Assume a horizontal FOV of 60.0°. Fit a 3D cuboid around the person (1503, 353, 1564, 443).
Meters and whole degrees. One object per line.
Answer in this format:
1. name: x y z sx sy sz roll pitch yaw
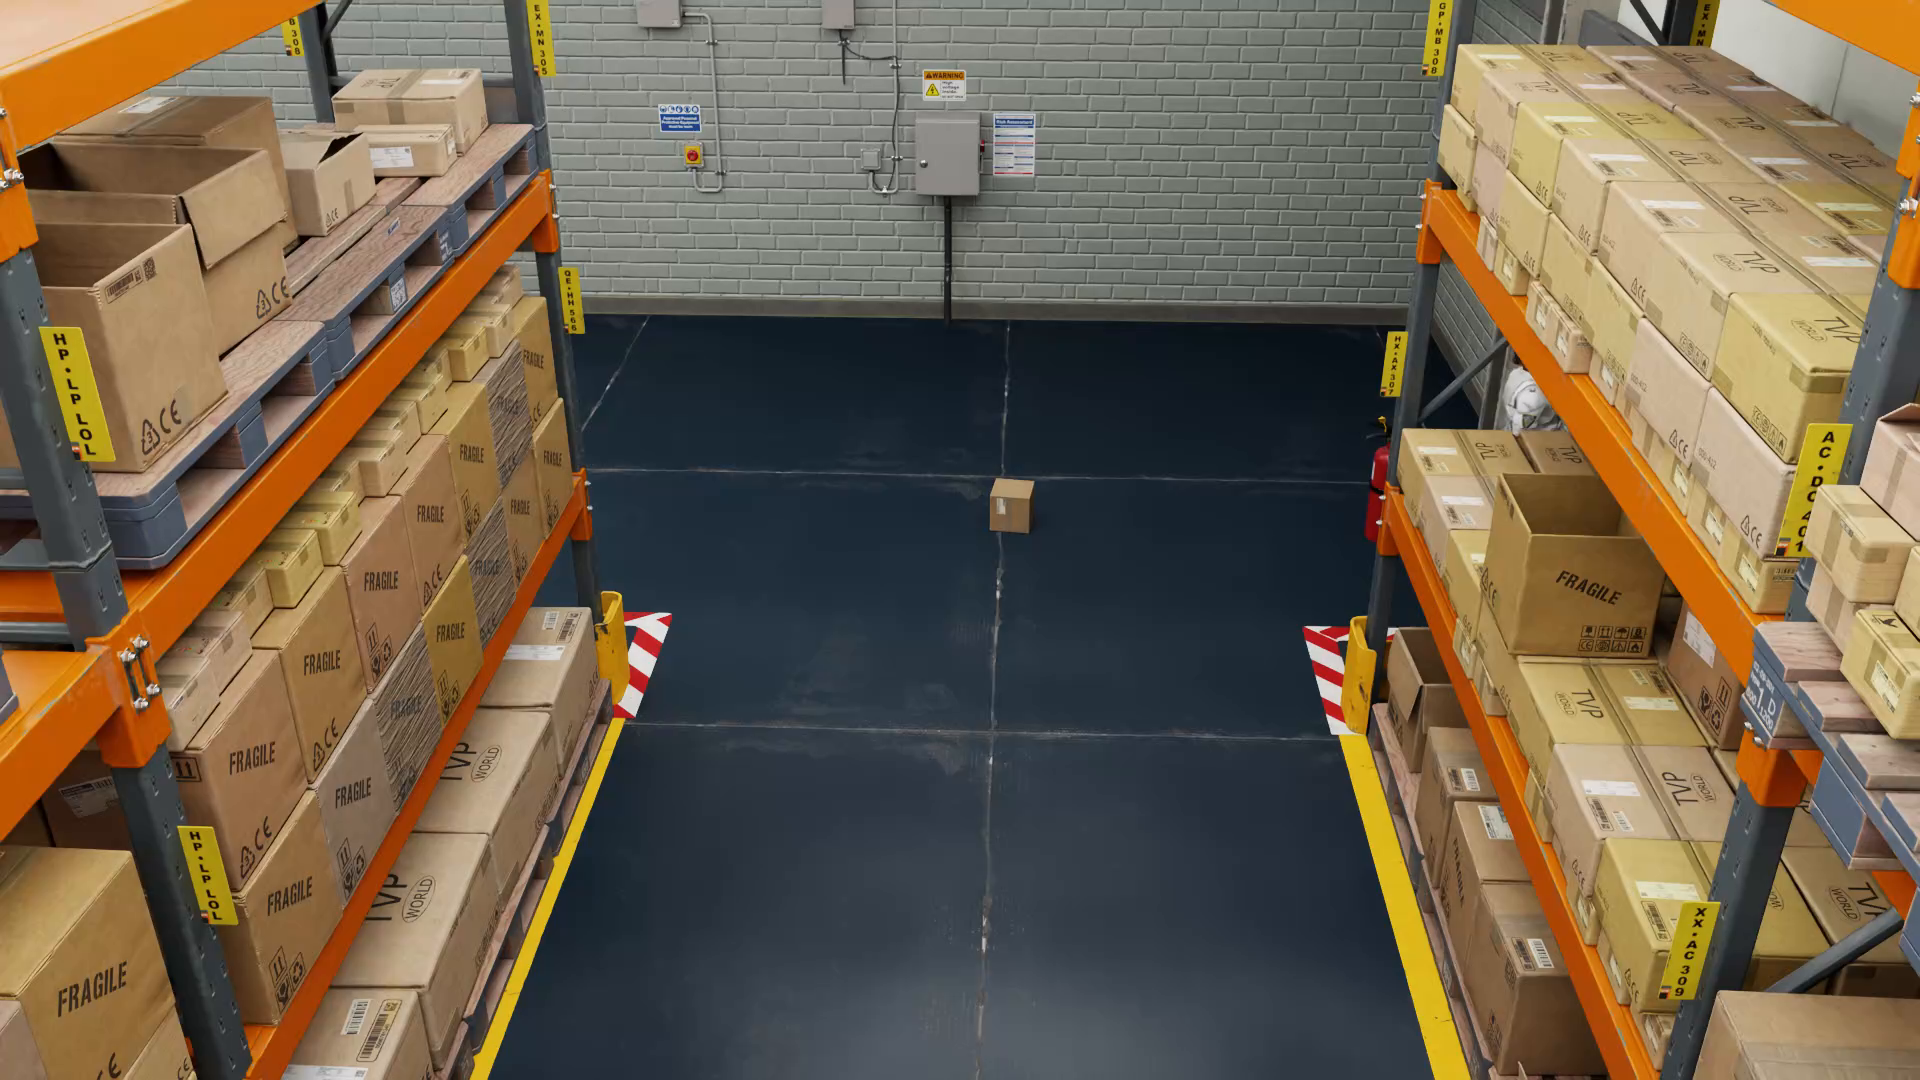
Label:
1. person: 3.272 -0.417 9.346 0.837 1.657 0.455 2 28 3
